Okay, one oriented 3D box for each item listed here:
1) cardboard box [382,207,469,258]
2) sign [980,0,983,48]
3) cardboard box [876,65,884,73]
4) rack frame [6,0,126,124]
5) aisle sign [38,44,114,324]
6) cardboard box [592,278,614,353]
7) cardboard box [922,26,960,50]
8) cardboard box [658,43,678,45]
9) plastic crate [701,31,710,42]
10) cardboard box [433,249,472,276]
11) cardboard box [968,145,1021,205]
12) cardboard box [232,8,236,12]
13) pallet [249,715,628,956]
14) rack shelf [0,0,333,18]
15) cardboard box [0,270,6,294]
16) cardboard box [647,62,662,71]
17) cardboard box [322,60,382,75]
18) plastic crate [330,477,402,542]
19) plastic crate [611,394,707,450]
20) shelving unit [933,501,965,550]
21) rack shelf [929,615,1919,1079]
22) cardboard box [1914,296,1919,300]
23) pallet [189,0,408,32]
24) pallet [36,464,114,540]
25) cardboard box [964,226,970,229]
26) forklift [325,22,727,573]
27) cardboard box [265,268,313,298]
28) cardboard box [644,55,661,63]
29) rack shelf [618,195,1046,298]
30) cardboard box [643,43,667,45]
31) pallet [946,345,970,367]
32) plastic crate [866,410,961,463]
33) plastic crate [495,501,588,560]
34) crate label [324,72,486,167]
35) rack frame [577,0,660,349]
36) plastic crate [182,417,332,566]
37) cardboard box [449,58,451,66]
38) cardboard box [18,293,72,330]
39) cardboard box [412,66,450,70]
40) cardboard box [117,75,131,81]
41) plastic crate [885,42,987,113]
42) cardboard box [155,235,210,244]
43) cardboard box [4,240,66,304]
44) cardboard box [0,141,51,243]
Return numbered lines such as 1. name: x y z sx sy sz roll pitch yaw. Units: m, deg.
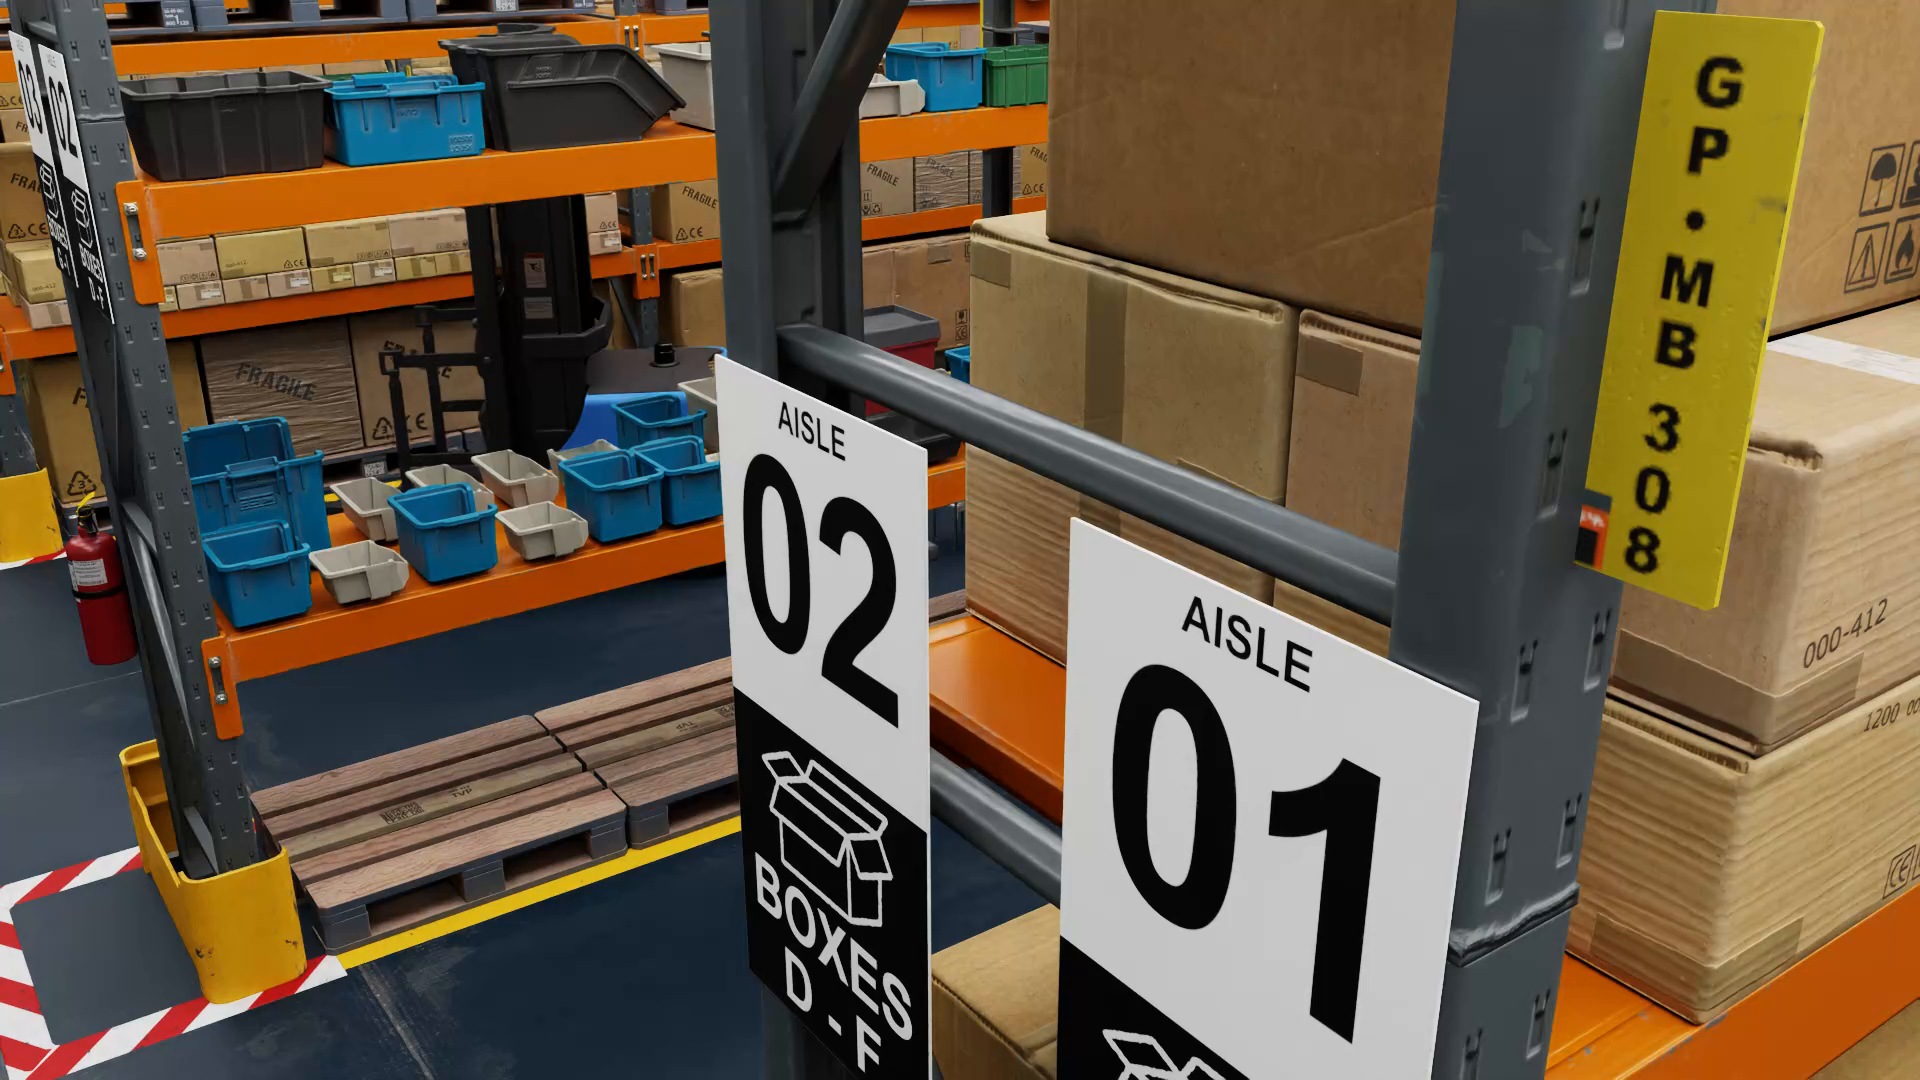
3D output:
1. cardboard box: -3.485 -2.006 10.678 0.500 0.250 0.500 -14 26 -32
2. sign: 0.126 -2.409 7.826 0.005 0.325 0.100 -15 26 -33
3. cardboard box: -0.334 -3.420 12.932 0.637 0.503 0.797 -14 26 -32
4. rack frame: -2.801 -2.766 4.686 0.127 3.000 1.000 -15 26 -33
5. aisle sign: -2.686 -1.082 5.054 0.004 0.787 0.394 -15 26 -33
6. cardboard box: -3.029 -1.425 11.720 0.875 0.875 0.875 -15 26 -33
7. cardboard box: -0.405 -5.653 18.531 0.500 0.500 0.700 -15 26 -33
8. cardboard box: -3.882 -6.425 21.724 0.250 0.149 0.380 -15 26 -33
9. plastic crate: -0.723 -1.992 6.969 0.590 0.269 0.497 -15 26 -33
10. cardboard box: -3.338 -1.831 10.778 0.250 0.149 0.380 -14 26 -32
11. cardboard box: 0.136 -2.960 13.133 0.500 0.500 0.500 -15 26 -33
12. cardboard box: -10.193 -7.200 23.192 0.500 0.500 0.700 -15 26 -32
13. pallet: -2.109 1.149 6.733 1.213 0.211 1.003 -15 26 -33
14. rack shelf: -6.885 -4.476 13.989 4.000 0.370 1.077 -15 26 -33
15. cardboard box: -7.885 -2.142 13.695 0.250 0.149 0.380 -16 27 -35
16. cardboard box: -2.976 -4.606 16.363 0.250 0.149 0.380 -15 26 -33
17. cardboard box: -5.485 -4.316 14.779 0.500 0.500 0.500 -16 27 -35
18. plastic crate: -2.245 -0.116 6.415 0.243 0.136 0.396 -15 26 -33
19. plastic crate: -1.284 -0.451 7.125 0.300 0.233 0.416 -15 26 -33
20. shelving unit: -0.007 -0.416 9.725 0.210 0.900 0.258 -15 26 -33
21. rack shelf: 1.712 0.019 2.724 4.000 0.370 1.077 -15 26 -33
22. cardboard box: 1.068 -0.183 1.789 0.500 0.250 0.500 -15 26 -33
23. pallet: -4.107 -3.251 10.069 1.213 0.211 1.003 -15 26 -33
24. pallet: -5.091 -0.371 10.542 1.213 0.211 1.003 -15 26 -33
25. cardboard box: 0.228 -2.267 13.829 0.875 0.875 1.225 -16 27 -35
26. forklift: -2.779 -1.284 9.159 3.031 2.935 1.130 -3 22 -6
27. cardboard box: -4.171 -1.610 10.222 0.250 0.149 0.380 -15 26 -33
28. cardboard box: -3.137 -4.861 16.999 0.250 0.149 0.380 -16 27 -35
29. rack shelf: -0.823 -2.434 12.920 4.000 0.370 1.077 -15 26 -33
30. cardboard box: -4.068 -6.705 21.550 0.500 0.500 0.500 -13 25 -30
31. pallet: 0.116 -1.758 14.018 1.213 0.211 1.003 -15 26 -33
32. plastic crate: -0.306 -0.423 7.198 0.590 0.125 0.437 -15 26 -33
33. plastic crate: -1.549 -0.031 6.201 0.298 0.136 0.250 -15 26 -33
34. crate label: -1.864 -1.406 5.527 0.502 0.251 0.408 -15 26 -33
35. rack frame: -2.447 -2.336 11.702 0.127 3.000 1.000 -15 26 -33
36. plastic crate: -2.639 -0.153 6.103 0.499 0.435 0.616 -15 26 -33
37. cardboard box: -6.050 -5.935 20.250 0.500 0.250 0.500 -16 27 -34
38. cardboard box: -5.213 -1.331 9.523 0.250 0.149 0.380 -15 26 -32
39. cardboard box: -6.468 -5.587 20.053 0.500 0.250 0.500 -15 26 -34
40. cardboard box: -7.148 -3.867 13.655 0.500 0.500 0.500 -16 27 -34
41. plastic crate: -0.107 -1.868 6.709 0.300 0.233 0.416 -15 26 -33
42. cardboard box: -4.741 -2.017 9.694 0.500 0.500 0.500 -16 27 -34
43. cardboard box: -5.147 -1.561 9.562 0.500 0.250 0.500 -16 27 -34
44. cardboard box: -5.452 -2.071 9.829 0.500 0.500 0.500 -15 26 -32
